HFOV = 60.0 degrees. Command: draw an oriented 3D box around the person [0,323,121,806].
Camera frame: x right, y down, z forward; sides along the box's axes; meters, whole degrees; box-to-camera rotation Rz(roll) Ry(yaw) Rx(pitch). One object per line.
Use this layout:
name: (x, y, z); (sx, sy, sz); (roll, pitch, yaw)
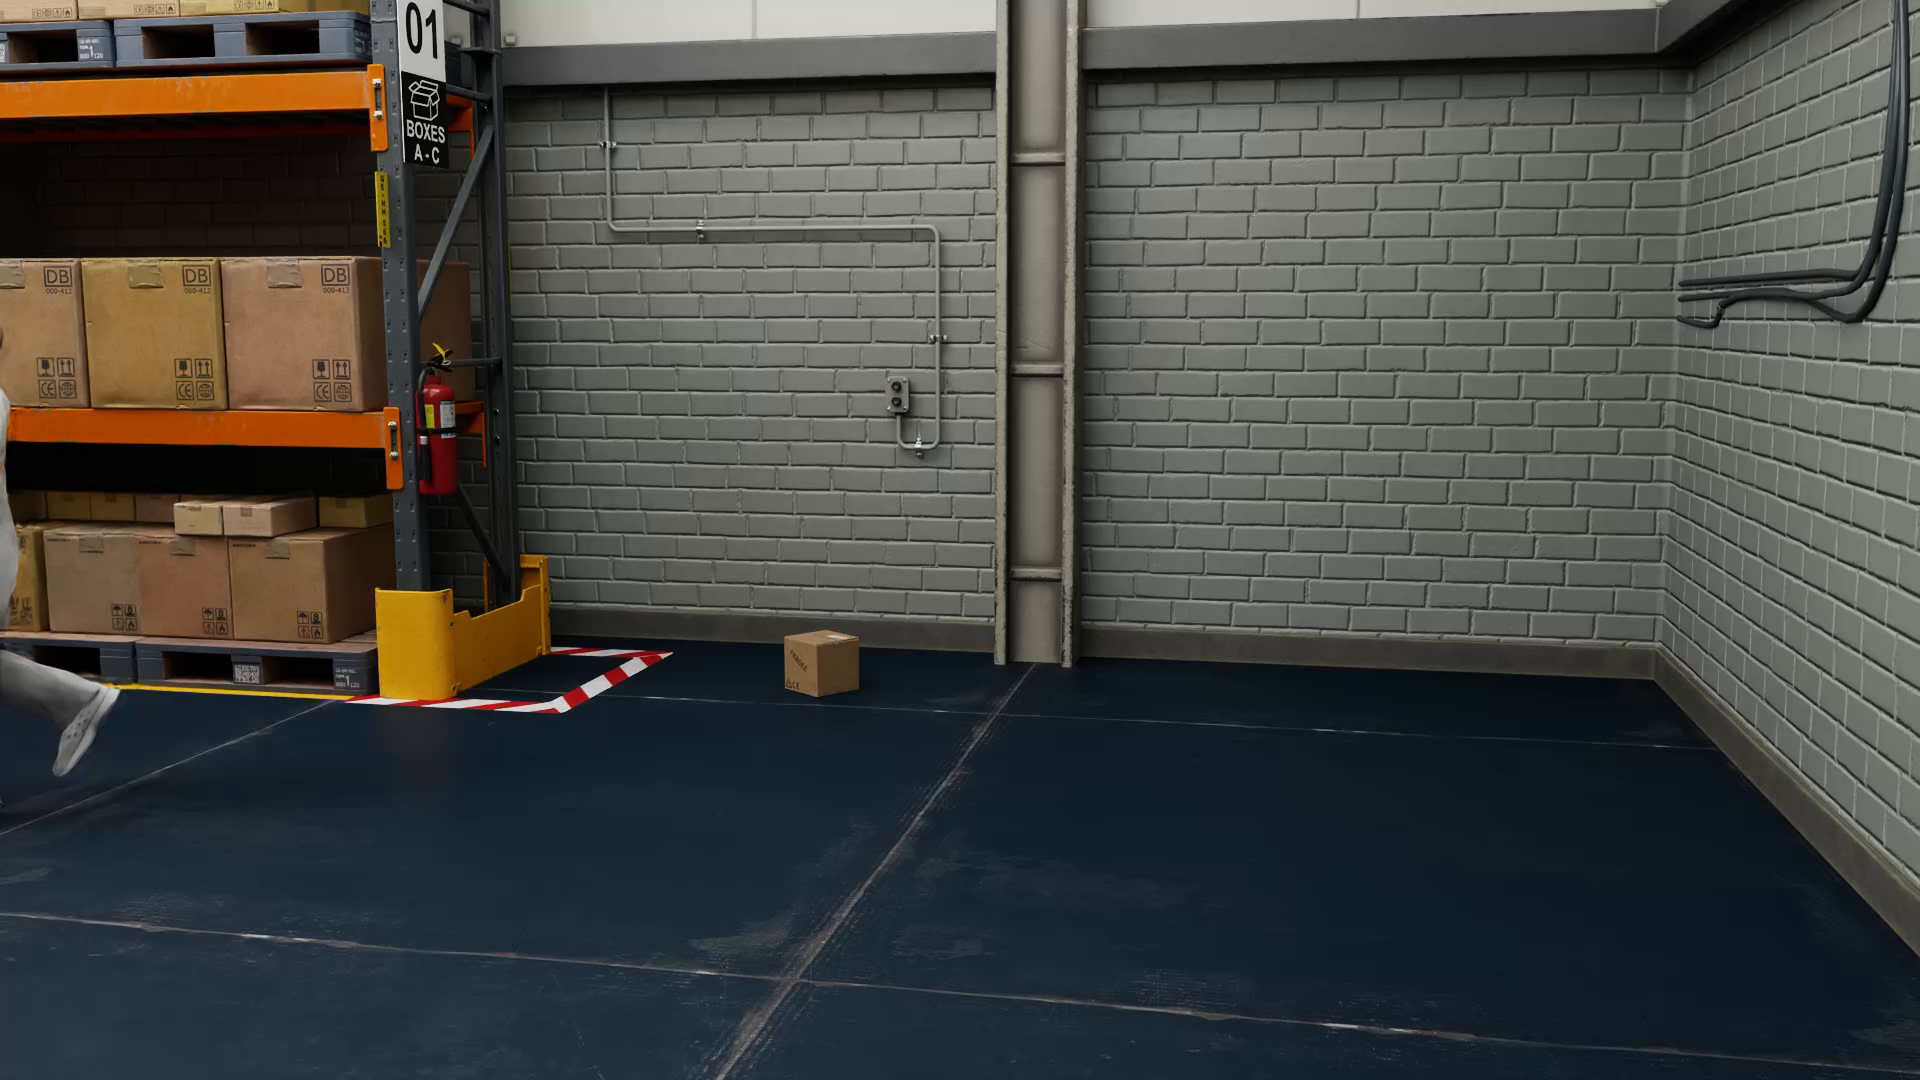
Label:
person: (-3.410, 0.067, 5.768); (0.711, 1.755, 0.580); (-4, 9, -28)
